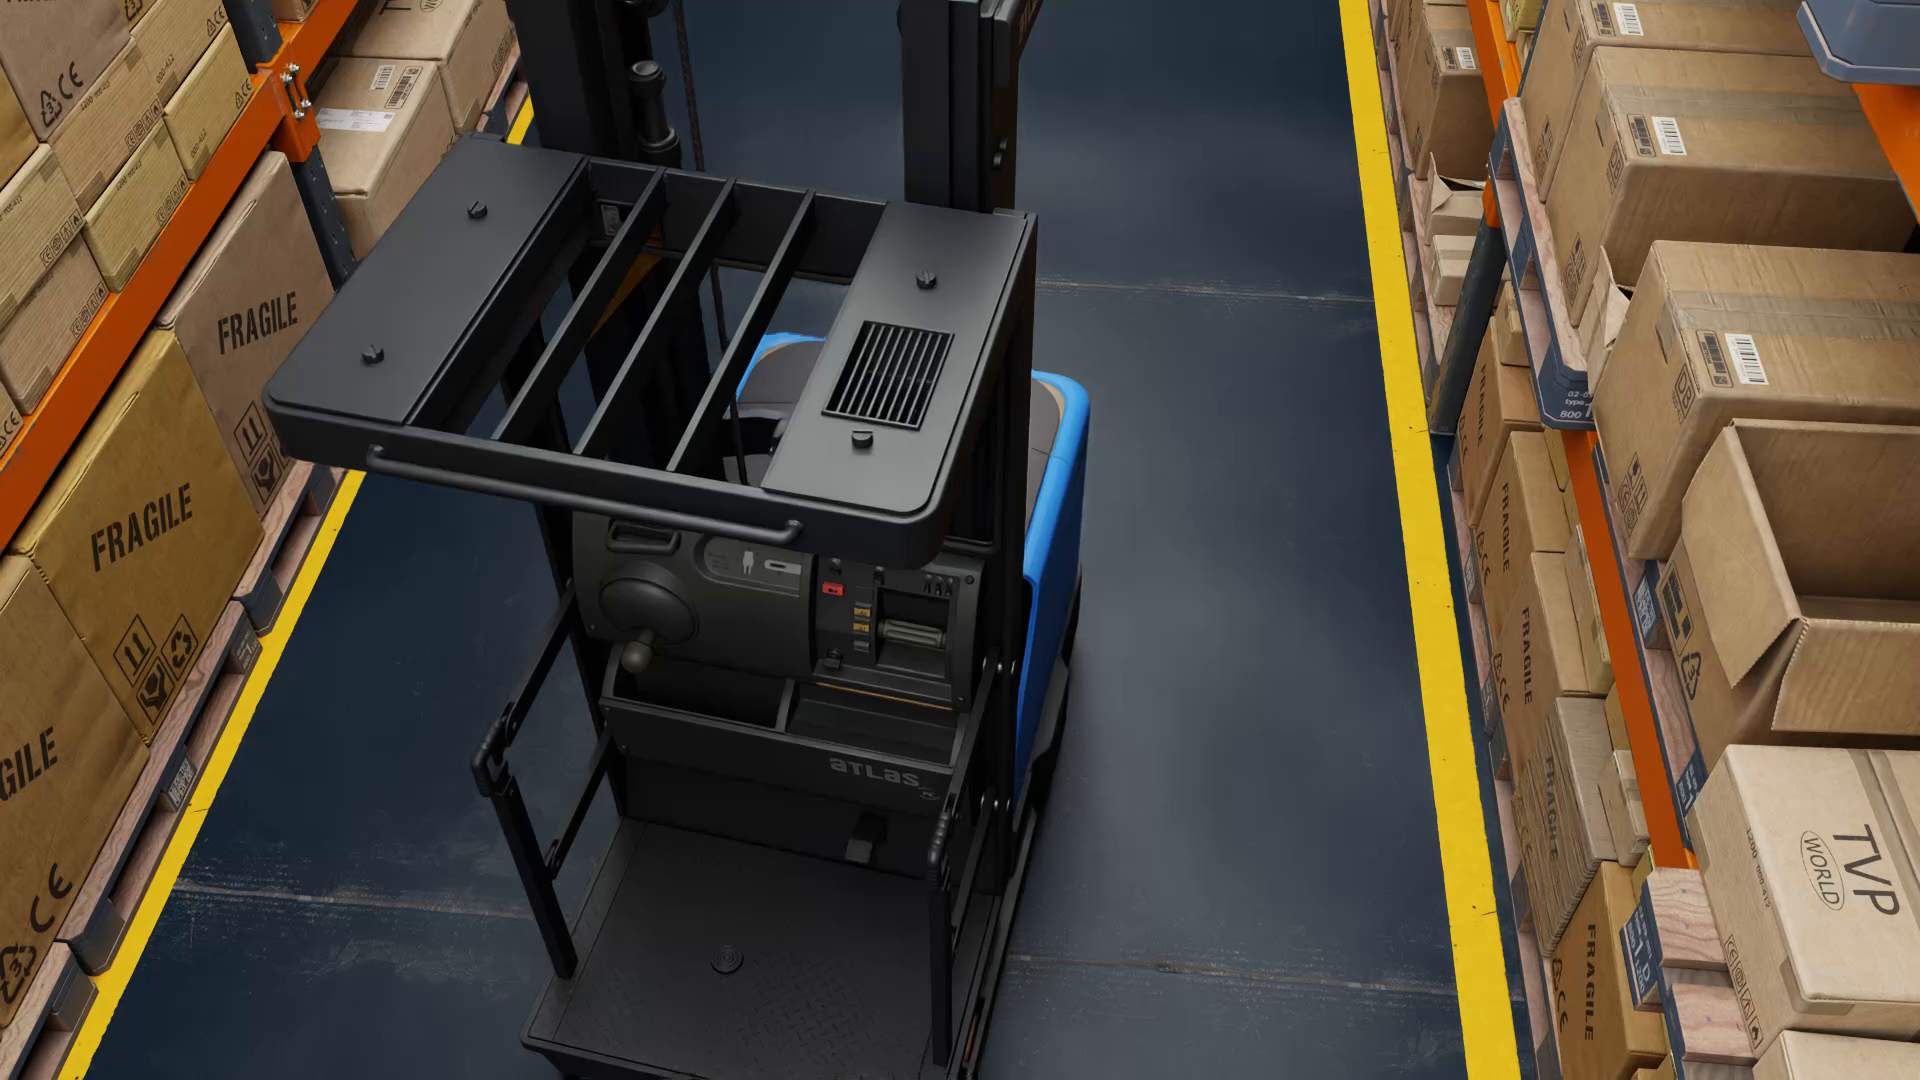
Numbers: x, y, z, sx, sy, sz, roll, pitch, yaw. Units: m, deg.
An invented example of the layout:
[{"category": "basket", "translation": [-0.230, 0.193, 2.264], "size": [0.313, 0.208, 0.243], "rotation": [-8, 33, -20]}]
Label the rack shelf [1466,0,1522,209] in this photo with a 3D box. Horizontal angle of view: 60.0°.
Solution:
[{"category": "rack shelf", "translation": [2.408, -2.634, 6.614], "size": [1.077, 0.370, 4.000], "rotation": [4, 48, 4]}]

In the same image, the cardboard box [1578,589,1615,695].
[{"category": "cardboard box", "translation": [1.871, 0.286, 4.426], "size": [0.380, 0.149, 0.250], "rotation": [5, 48, 5]}]

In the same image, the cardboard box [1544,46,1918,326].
[{"category": "cardboard box", "translation": [1.911, -0.861, 4.153], "size": [0.700, 0.500, 0.500], "rotation": [4, 48, 4]}]

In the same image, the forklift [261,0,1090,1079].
[{"category": "forklift", "translation": [-0.462, 0.249, 3.536], "size": [1.130, 2.935, 3.031], "rotation": [10, 48, 9]}]

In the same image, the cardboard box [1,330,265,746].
[{"category": "cardboard box", "translation": [-2.769, -0.037, 4.907], "size": [0.875, 0.875, 0.875], "rotation": [5, 48, 5]}]

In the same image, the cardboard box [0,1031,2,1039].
[{"category": "cardboard box", "translation": [-2.937, 1.275, 3.707], "size": [0.875, 0.875, 0.875], "rotation": [3, 48, 3]}]

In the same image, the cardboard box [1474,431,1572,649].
[{"category": "cardboard box", "translation": [1.919, 0.027, 5.102], "size": [0.500, 0.500, 0.500], "rotation": [3, 48, 3]}]

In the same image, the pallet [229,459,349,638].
[{"category": "pallet", "translation": [-2.713, -0.225, 5.812], "size": [1.003, 0.211, 1.213], "rotation": [4, 48, 4]}]

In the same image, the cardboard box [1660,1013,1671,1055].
[{"category": "cardboard box", "translation": [1.785, 1.051, 3.725], "size": [0.380, 0.149, 0.250], "rotation": [5, 48, 5]}]

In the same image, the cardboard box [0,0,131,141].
[{"category": "cardboard box", "translation": [-2.548, -1.383, 4.237], "size": [0.500, 0.500, 0.500], "rotation": [5, 48, 4]}]

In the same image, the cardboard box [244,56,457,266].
[{"category": "cardboard box", "translation": [-2.554, -1.469, 6.513], "size": [0.875, 0.438, 0.875], "rotation": [3, 48, 3]}]

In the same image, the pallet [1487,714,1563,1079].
[{"category": "pallet", "translation": [2.080, 1.034, 4.662], "size": [1.003, 0.211, 1.213], "rotation": [4, 48, 4]}]

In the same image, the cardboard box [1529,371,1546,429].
[{"category": "cardboard box", "translation": [1.980, -0.469, 5.116], "size": [0.380, 0.149, 0.250], "rotation": [3, 48, 2]}]

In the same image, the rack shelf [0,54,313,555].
[{"category": "rack shelf", "translation": [-2.900, -0.025, 4.228], "size": [1.077, 0.370, 4.000], "rotation": [4, 48, 4]}]

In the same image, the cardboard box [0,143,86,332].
[{"category": "cardboard box", "translation": [-2.595, -0.767, 4.181], "size": [0.500, 0.250, 0.500], "rotation": [5, 48, 4]}]

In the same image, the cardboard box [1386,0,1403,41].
[{"category": "cardboard box", "translation": [2.323, -2.576, 7.482], "size": [0.700, 0.500, 0.500], "rotation": [6, 48, 5]}]

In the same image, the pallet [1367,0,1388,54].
[{"category": "pallet", "translation": [2.511, -2.763, 8.134], "size": [1.003, 0.211, 1.213], "rotation": [4, 48, 4]}]

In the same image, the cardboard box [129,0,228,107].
[{"category": "cardboard box", "translation": [-2.516, -1.516, 4.866], "size": [0.500, 0.250, 0.500], "rotation": [4, 48, 3]}]

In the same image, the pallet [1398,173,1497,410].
[{"category": "pallet", "translation": [2.289, -0.970, 6.494], "size": [1.003, 0.211, 1.213], "rotation": [4, 48, 4]}]

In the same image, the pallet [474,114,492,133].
[{"category": "pallet", "translation": [-2.571, -1.350, 6.842], "size": [1.003, 0.211, 1.213], "rotation": [4, 48, 4]}]

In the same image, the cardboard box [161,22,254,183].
[{"category": "cardboard box", "translation": [-2.508, -1.341, 5.045], "size": [0.500, 0.250, 0.500], "rotation": [3, 48, 3]}]

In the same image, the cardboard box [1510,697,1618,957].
[{"category": "cardboard box", "translation": [1.815, 0.775, 4.418], "size": [0.500, 0.500, 0.500], "rotation": [2, 48, 2]}]

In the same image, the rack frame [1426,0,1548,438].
[{"category": "rack frame", "translation": [2.225, -1.407, 5.004], "size": [1.000, 3.000, 0.127], "rotation": [4, 48, 4]}]

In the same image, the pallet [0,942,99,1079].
[{"category": "pallet", "translation": [-2.936, 1.568, 4.173], "size": [1.003, 0.211, 1.213], "rotation": [4, 48, 4]}]

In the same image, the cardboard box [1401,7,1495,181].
[{"category": "cardboard box", "translation": [2.229, -1.813, 6.785], "size": [0.700, 0.500, 0.500], "rotation": [2, 48, 2]}]

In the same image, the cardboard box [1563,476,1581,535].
[{"category": "cardboard box", "translation": [1.956, -0.078, 4.758], "size": [0.380, 0.149, 0.250], "rotation": [3, 48, 3]}]

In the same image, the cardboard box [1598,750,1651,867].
[{"category": "cardboard box", "translation": [1.802, 0.663, 4.081], "size": [0.380, 0.149, 0.250], "rotation": [2, 48, 2]}]

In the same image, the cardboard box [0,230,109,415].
[{"category": "cardboard box", "translation": [-2.620, -0.597, 4.365], "size": [0.500, 0.250, 0.500], "rotation": [3, 48, 2]}]

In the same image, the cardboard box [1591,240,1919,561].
[{"category": "cardboard box", "translation": [1.840, -0.285, 3.625], "size": [0.700, 0.500, 0.500], "rotation": [4, 48, 3]}]

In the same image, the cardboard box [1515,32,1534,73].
[{"category": "cardboard box", "translation": [2.003, -1.573, 5.326], "size": [0.380, 0.149, 0.250], "rotation": [4, 48, 4]}]

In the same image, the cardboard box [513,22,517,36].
[{"category": "cardboard box", "translation": [-2.389, -2.789, 7.720], "size": [0.875, 0.438, 0.875], "rotation": [5, 48, 5]}]

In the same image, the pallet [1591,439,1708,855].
[{"category": "pallet", "translation": [2.034, 0.168, 3.694], "size": [1.003, 0.211, 1.213], "rotation": [4, 48, 4]}]

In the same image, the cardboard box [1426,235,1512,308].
[{"category": "cardboard box", "translation": [1.984, -1.016, 6.293], "size": [0.380, 0.149, 0.250], "rotation": [3, 48, 2]}]

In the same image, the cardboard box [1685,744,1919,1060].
[{"category": "cardboard box", "translation": [1.635, 0.644, 2.945], "size": [0.500, 0.250, 0.500], "rotation": [2, 48, 2]}]

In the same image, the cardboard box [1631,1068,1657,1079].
[{"category": "cardboard box", "translation": [1.741, 1.542, 3.716], "size": [0.500, 0.500, 0.500], "rotation": [3, 48, 3]}]
